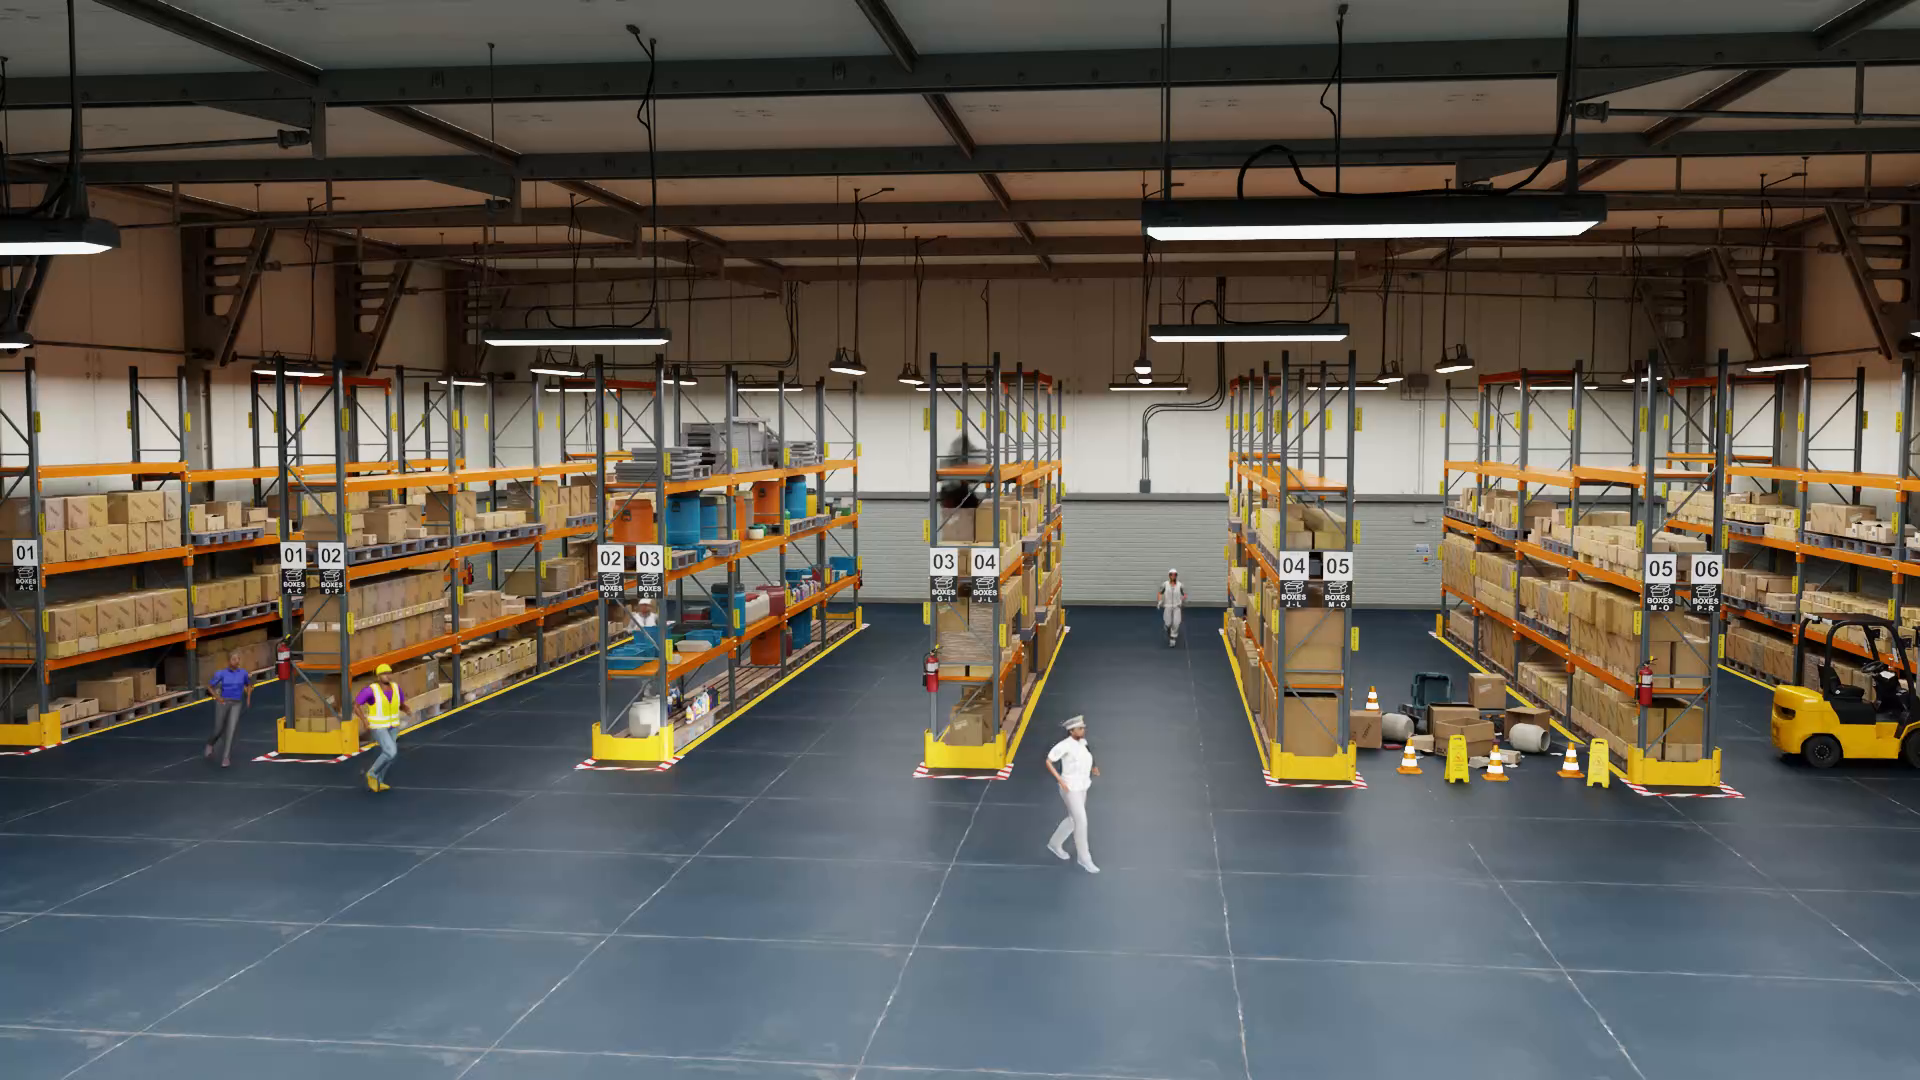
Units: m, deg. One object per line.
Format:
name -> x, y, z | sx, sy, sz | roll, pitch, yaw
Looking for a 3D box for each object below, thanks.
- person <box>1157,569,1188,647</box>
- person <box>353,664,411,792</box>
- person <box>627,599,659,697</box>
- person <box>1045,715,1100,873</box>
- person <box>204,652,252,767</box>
person -> 4.726, 1.516, 37.023 | 0.658, 1.738, 0.597 | 0, 4, 6
person -> -7.747, 2.536, 22.501 | 0.628, 1.732, 0.674 | 3, 5, 33
person -> -5.759, 1.933, 30.425 | 0.661, 1.767, 0.906 | 0, 4, -4
person -> 1.295, 2.830, 18.723 | 0.736, 1.744, 0.583 | 3, 5, 36
person -> -10.731, 2.458, 24.474 | 0.650, 1.612, 0.885 | -3, 5, -35
